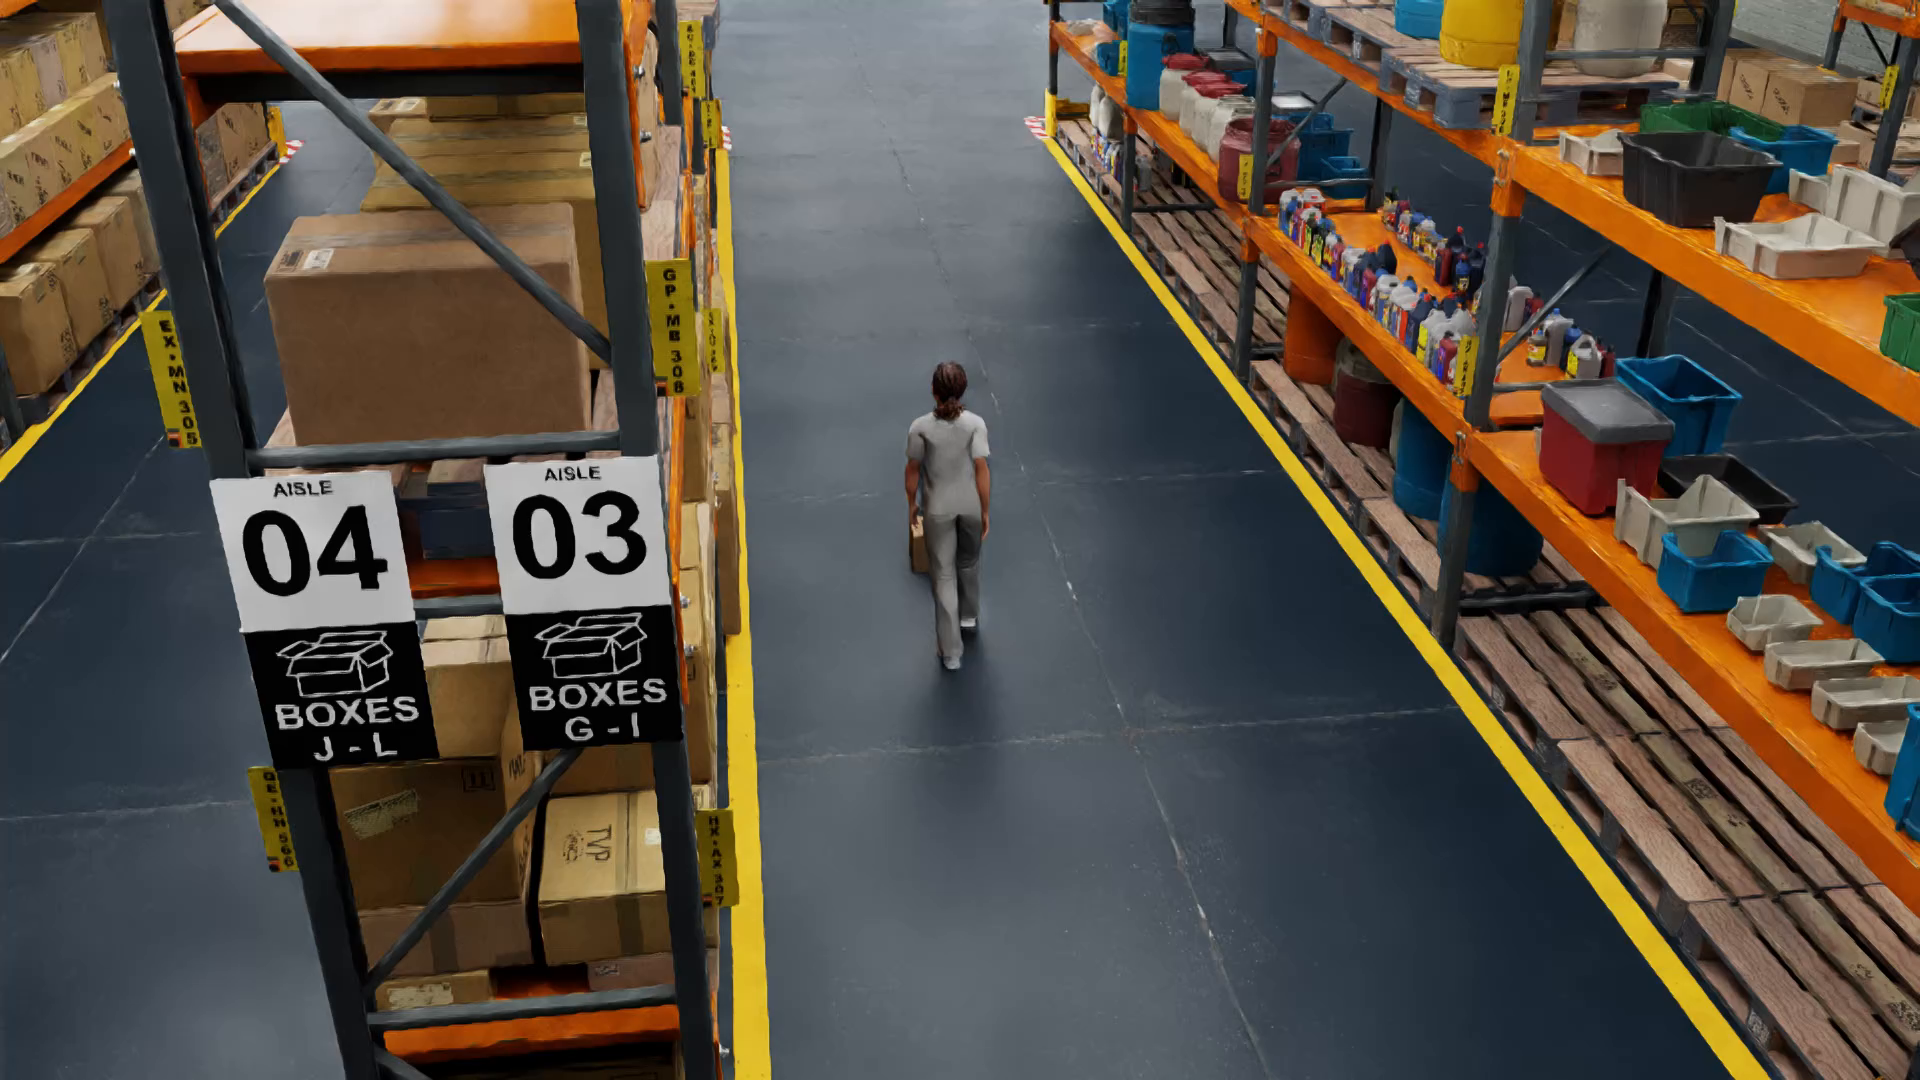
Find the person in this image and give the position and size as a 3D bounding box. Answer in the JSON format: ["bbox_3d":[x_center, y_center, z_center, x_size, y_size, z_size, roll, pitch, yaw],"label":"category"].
[{"bbox_3d":[-0.077,-0.184,8.961,0.448,1.655,0.707,-5,28,-9],"label":"person"}]
